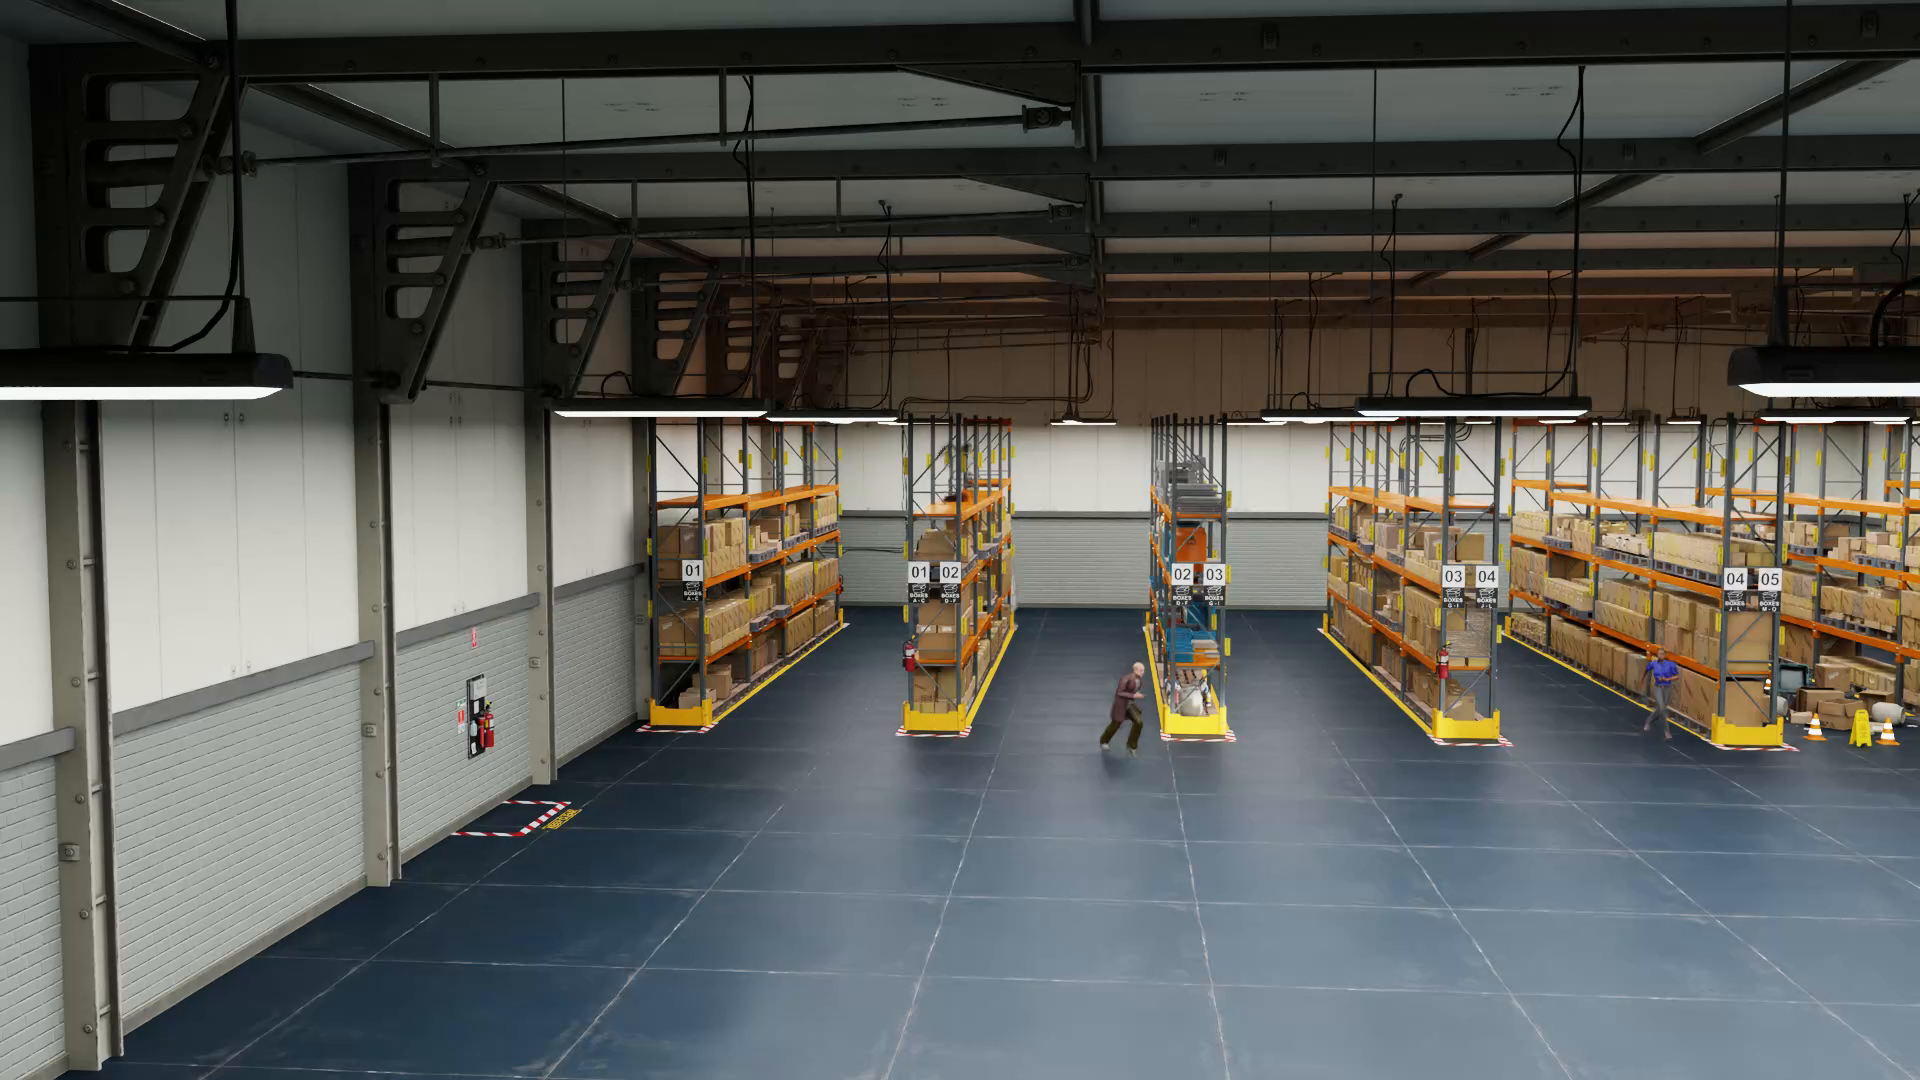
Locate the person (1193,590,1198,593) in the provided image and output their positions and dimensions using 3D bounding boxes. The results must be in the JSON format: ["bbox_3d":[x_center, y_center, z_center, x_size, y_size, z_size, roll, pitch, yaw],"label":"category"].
[{"bbox_3d":[6.805,1.706,47.914,0.586,1.626,0.663,2,4,27],"label":"person"}]

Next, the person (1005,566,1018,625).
[{"bbox_3d":[1.415,1.602,48.432,0.600,1.754,0.694,1,4,19],"label":"person"}]

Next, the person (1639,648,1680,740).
[{"bbox_3d":[12.989,2.834,30.876,0.641,1.676,0.811,1,4,9],"label":"person"}]

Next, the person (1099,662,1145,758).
[{"bbox_3d":[2.857,2.961,29.060,0.752,1.729,1.072,-4,5,-44],"label":"person"}]
